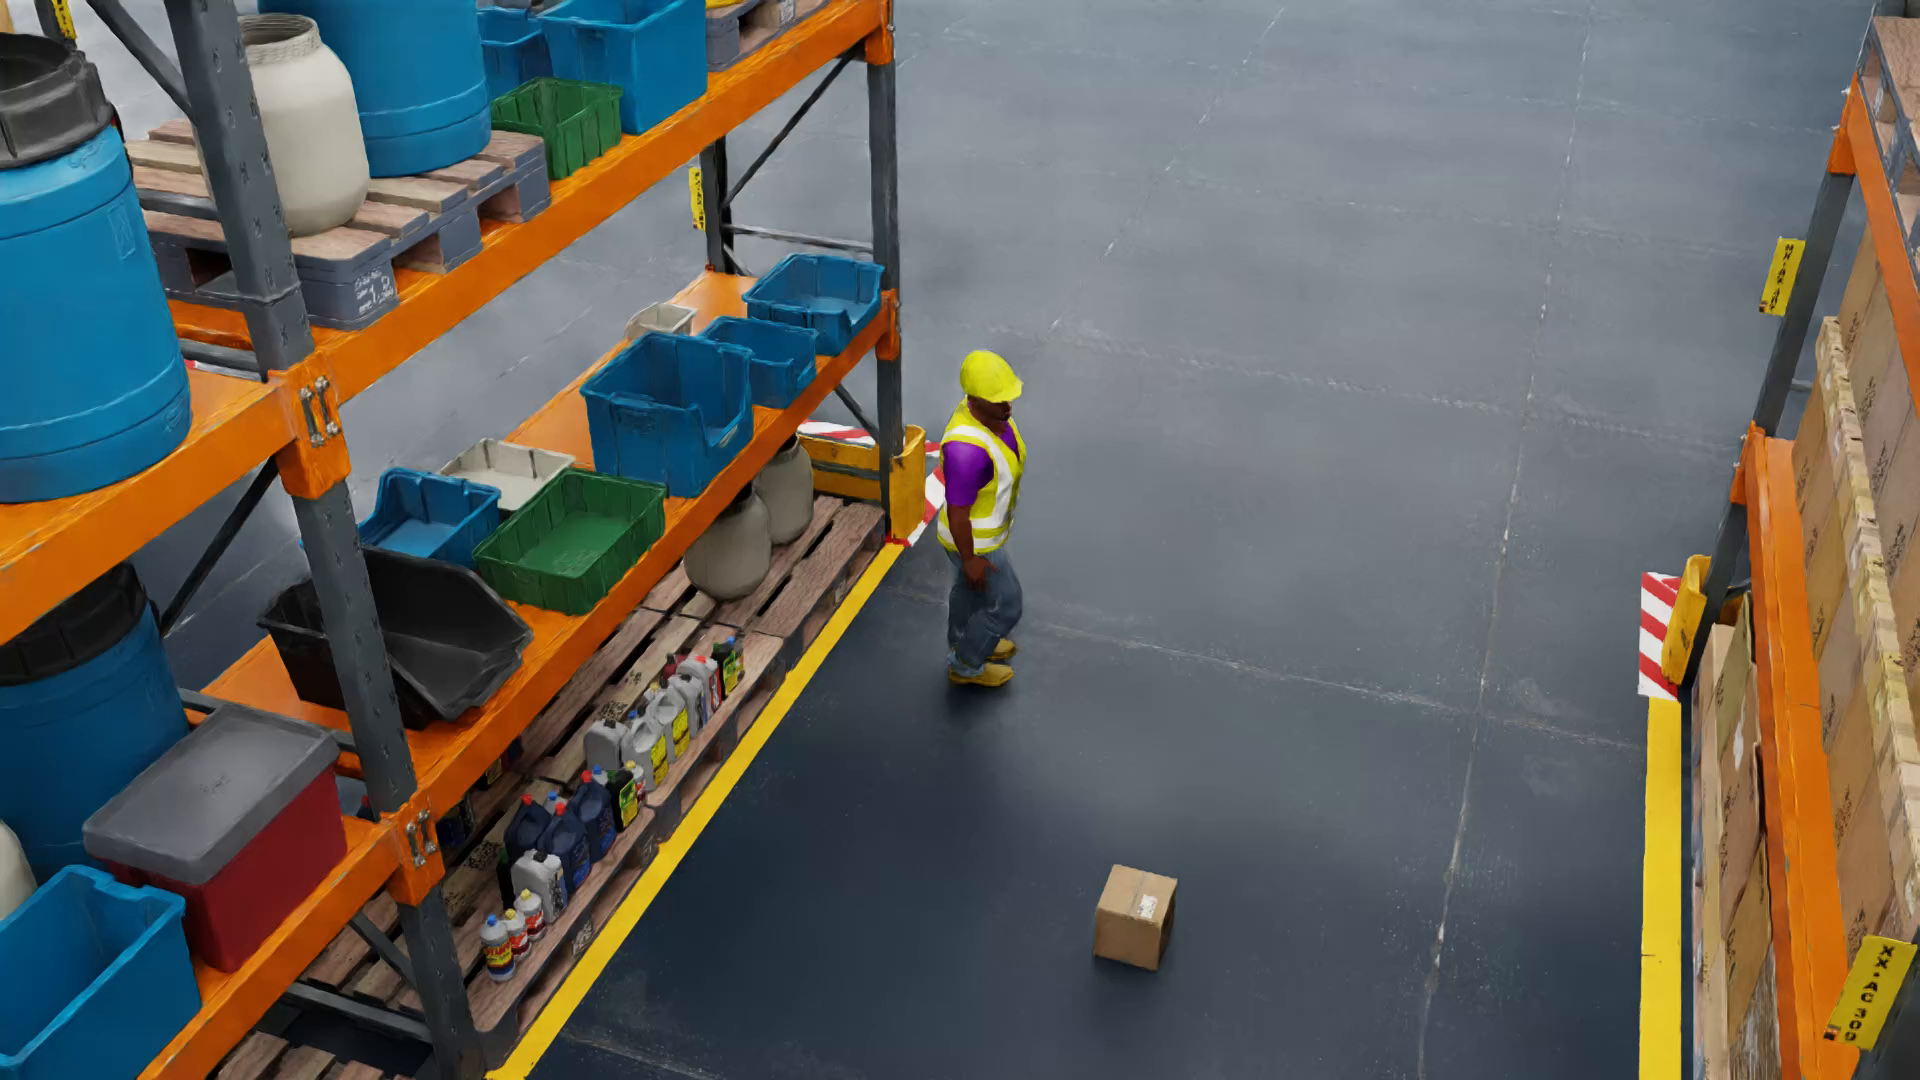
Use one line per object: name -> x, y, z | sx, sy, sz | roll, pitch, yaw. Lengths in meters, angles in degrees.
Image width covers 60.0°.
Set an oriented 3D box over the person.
person -> 0.094, -0.060, 7.203 | 0.389, 1.745, 0.627 | 6, 34, 9
